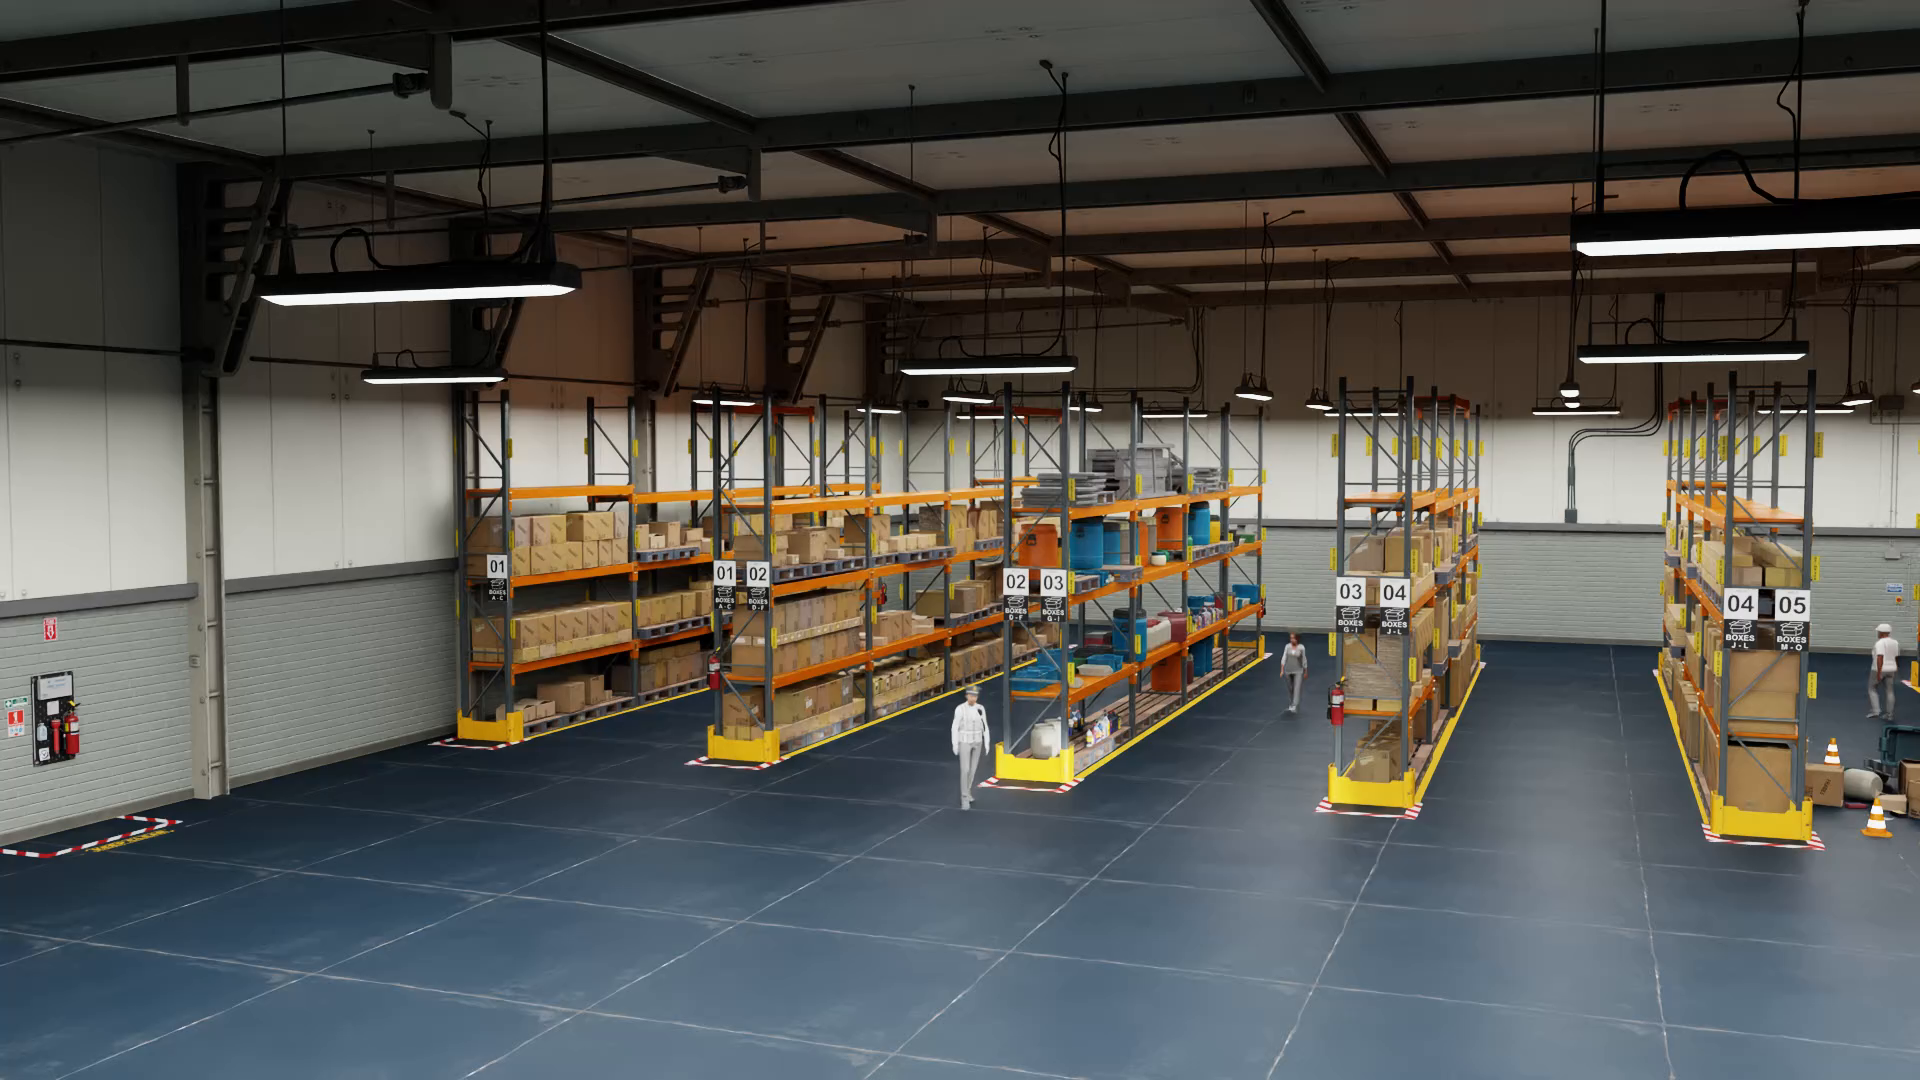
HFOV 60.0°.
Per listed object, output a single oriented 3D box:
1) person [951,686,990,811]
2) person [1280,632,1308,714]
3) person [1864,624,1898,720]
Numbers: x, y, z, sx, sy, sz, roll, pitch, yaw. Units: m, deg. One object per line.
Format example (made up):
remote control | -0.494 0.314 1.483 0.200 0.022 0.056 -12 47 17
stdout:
person | 0.160 2.894 23.346 0.516 1.709 0.651 -2 3 -26
person | 6.243 2.496 31.216 0.448 1.538 0.996 2 4 27
person | 17.077 2.445 30.634 0.543 1.785 0.555 0 3 0
